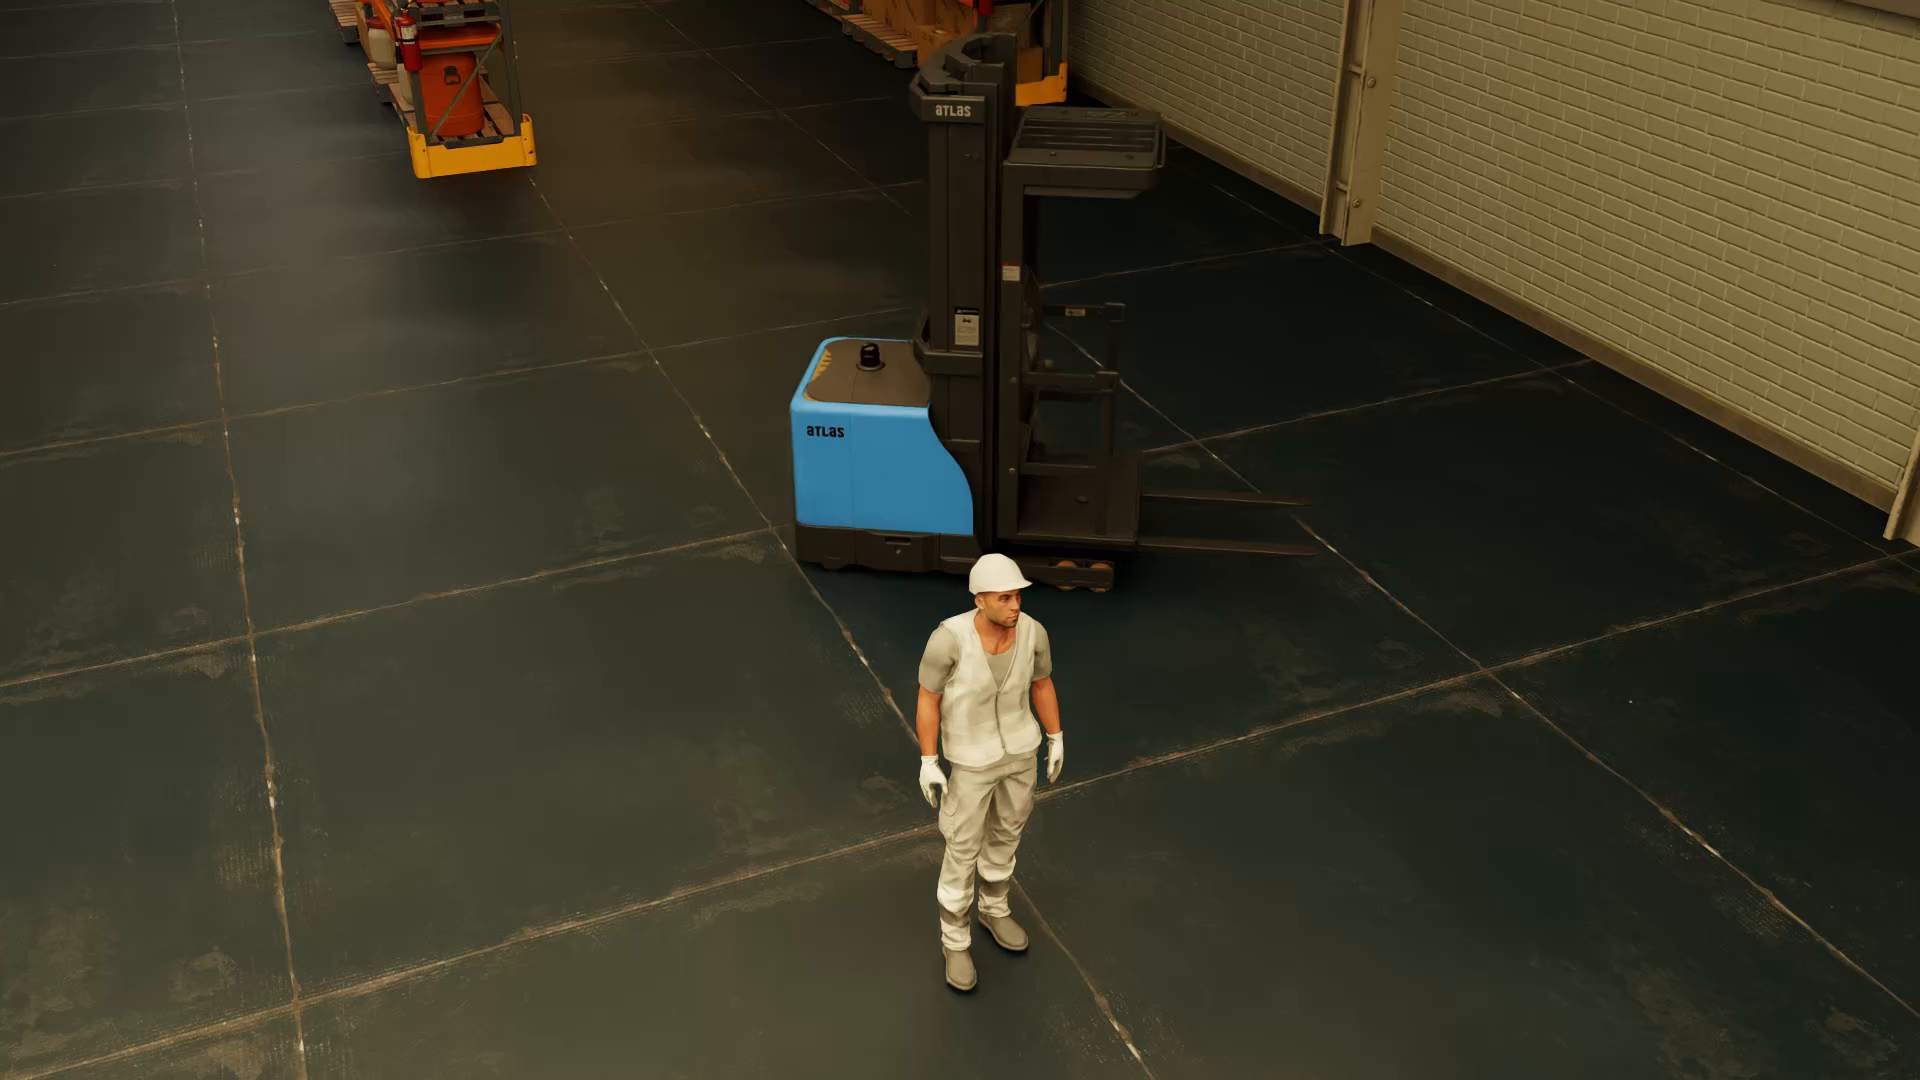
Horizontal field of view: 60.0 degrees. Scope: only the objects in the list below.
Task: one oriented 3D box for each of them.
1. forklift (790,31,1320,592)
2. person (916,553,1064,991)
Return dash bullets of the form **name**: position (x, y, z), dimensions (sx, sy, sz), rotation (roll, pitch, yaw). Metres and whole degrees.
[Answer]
- **forklift**: position (0.588, -1.252, 9.310), dimensions (3.031, 2.935, 1.130), rotation (4, 30, 6)
- **person**: position (0.151, 0.907, 6.669), dimensions (0.637, 1.787, 0.565), rotation (-13, 32, -21)
